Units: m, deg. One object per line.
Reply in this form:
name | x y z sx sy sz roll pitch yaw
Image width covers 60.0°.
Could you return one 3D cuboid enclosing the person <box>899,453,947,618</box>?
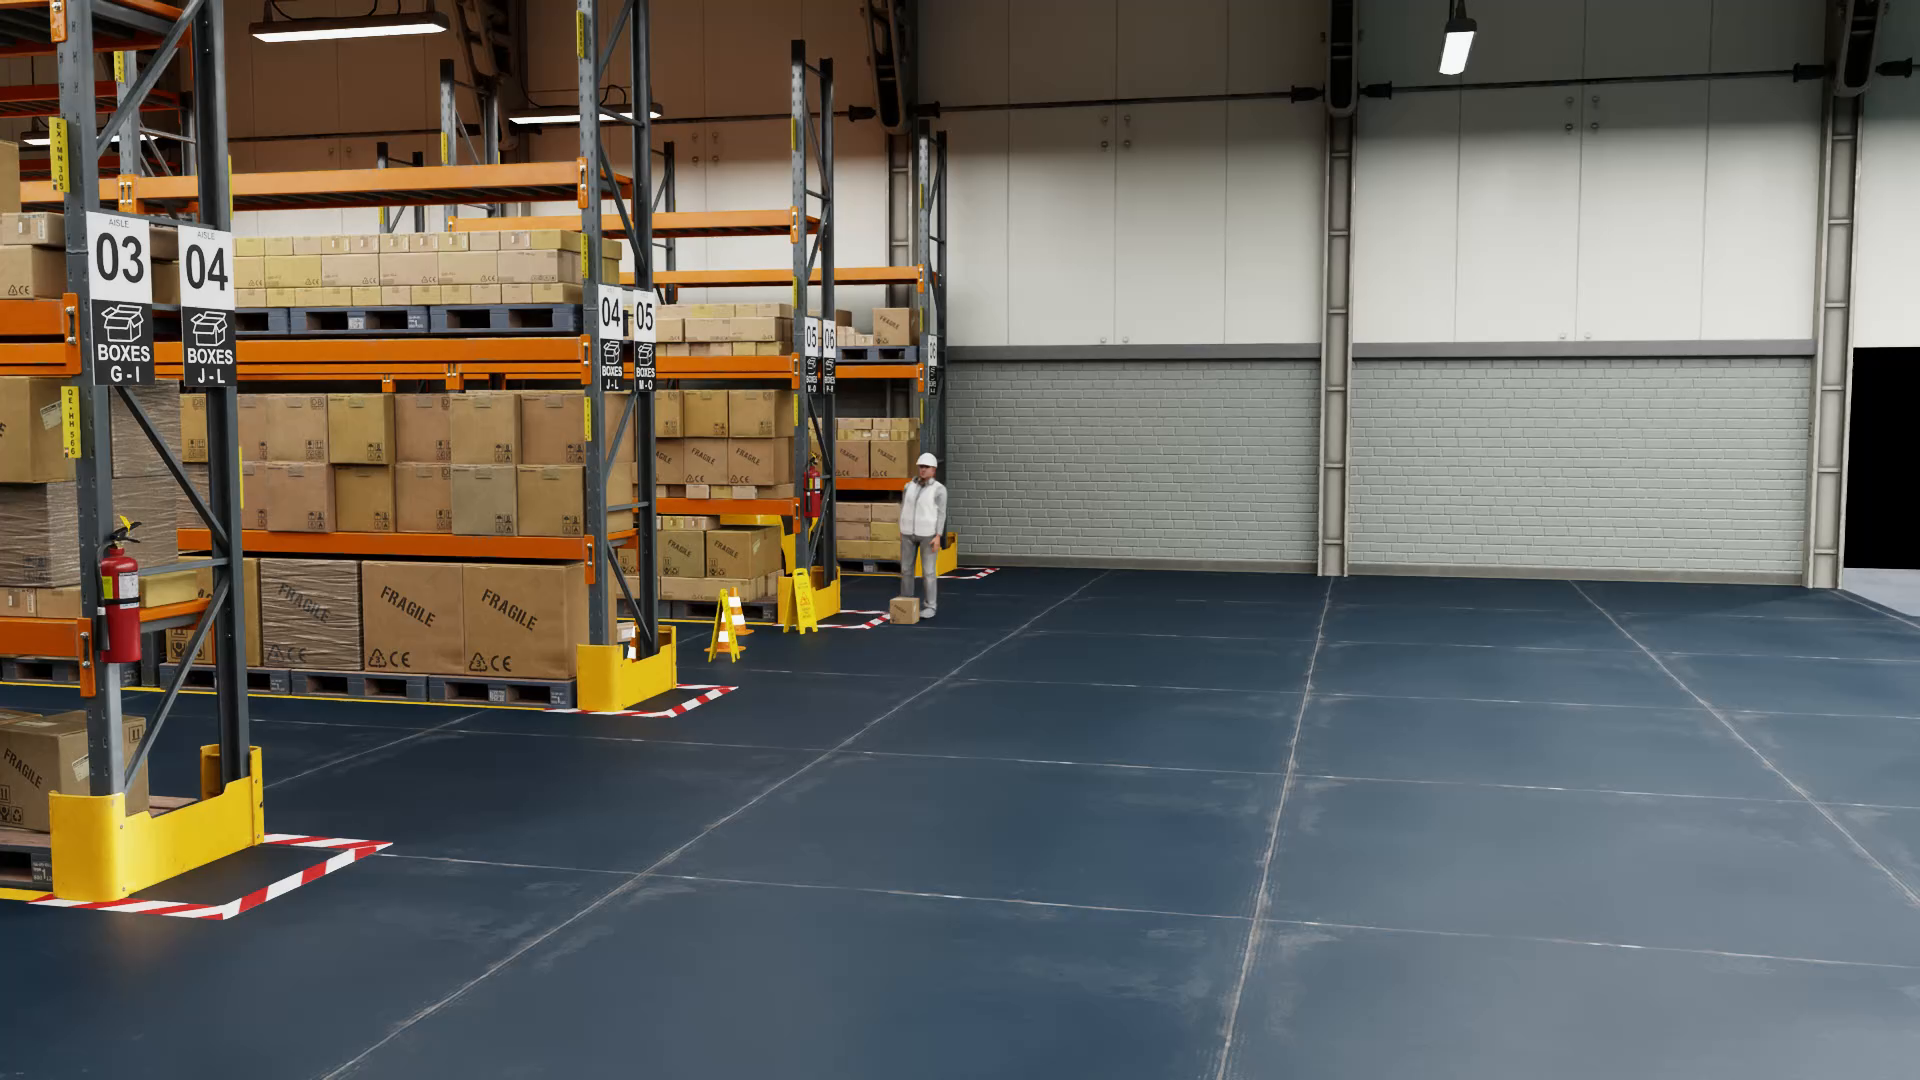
person | -0.431 -0.049 17.948 0.592 1.780 0.363 2 5 19
